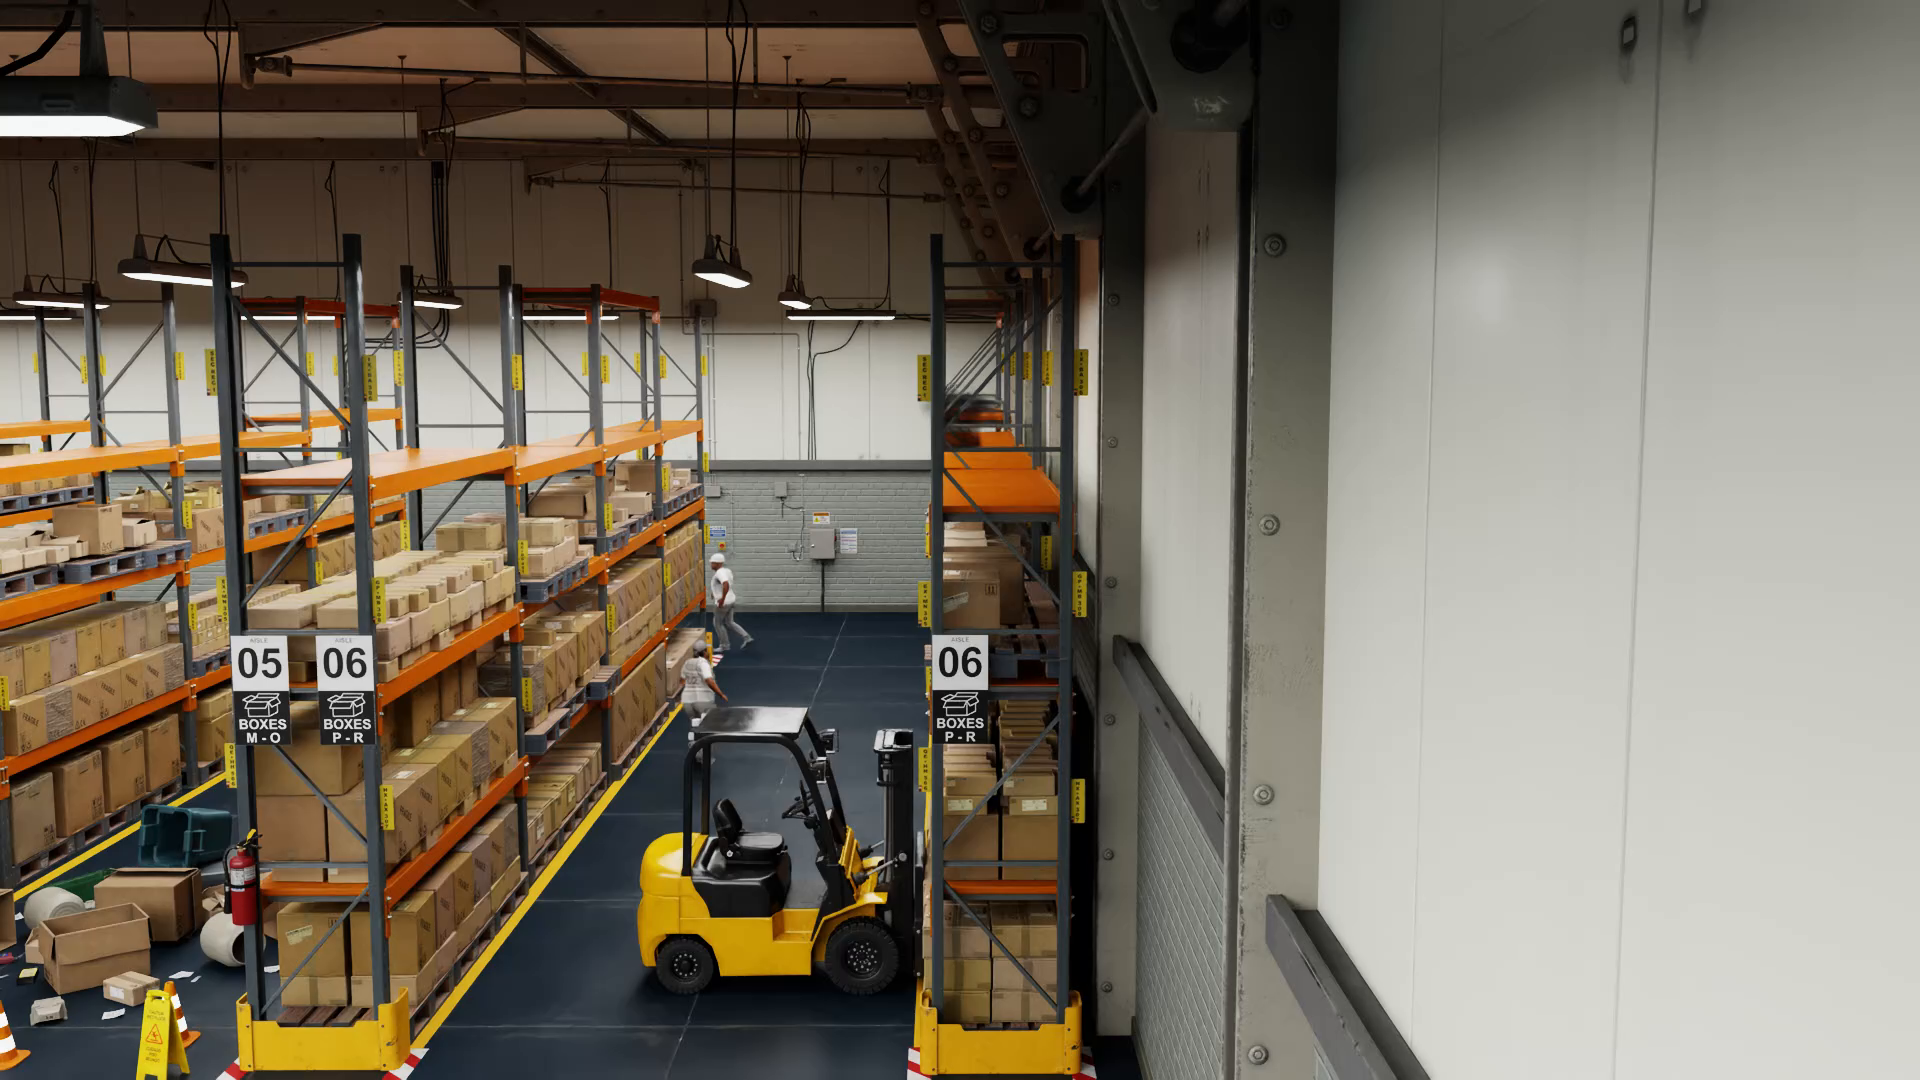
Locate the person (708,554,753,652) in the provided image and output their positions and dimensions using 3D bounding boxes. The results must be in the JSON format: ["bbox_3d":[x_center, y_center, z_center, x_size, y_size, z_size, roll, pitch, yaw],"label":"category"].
[{"bbox_3d":[-3.999,1.114,28.949,0.771,1.748,0.699,2,7,15],"label":"person"}]

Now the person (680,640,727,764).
[{"bbox_3d":[-3.317,2.074,21.194,0.686,1.578,0.526,3,7,29],"label":"person"}]
